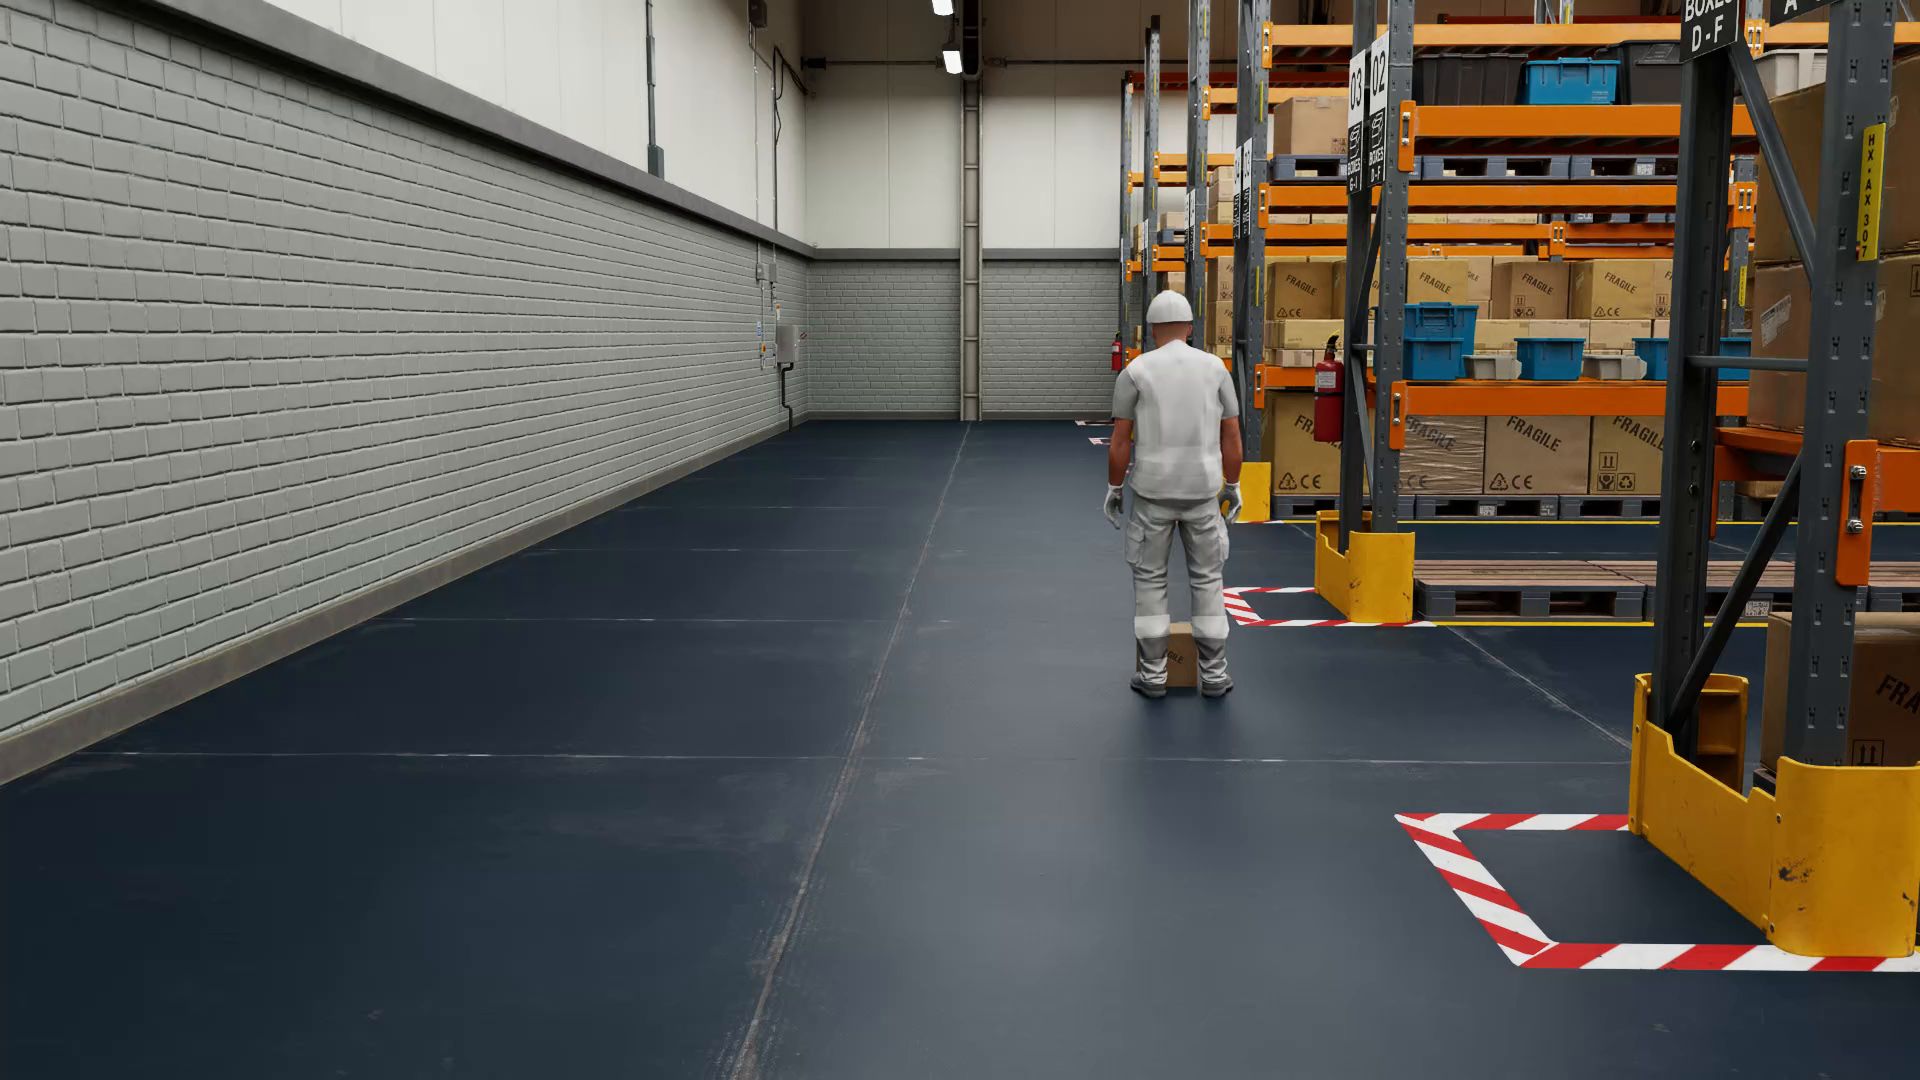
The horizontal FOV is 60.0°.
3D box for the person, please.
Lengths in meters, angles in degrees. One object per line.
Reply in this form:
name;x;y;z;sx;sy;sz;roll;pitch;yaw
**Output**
person;0.941;-0.202;7.318;0.620;1.780;0.446;0;7;-2
